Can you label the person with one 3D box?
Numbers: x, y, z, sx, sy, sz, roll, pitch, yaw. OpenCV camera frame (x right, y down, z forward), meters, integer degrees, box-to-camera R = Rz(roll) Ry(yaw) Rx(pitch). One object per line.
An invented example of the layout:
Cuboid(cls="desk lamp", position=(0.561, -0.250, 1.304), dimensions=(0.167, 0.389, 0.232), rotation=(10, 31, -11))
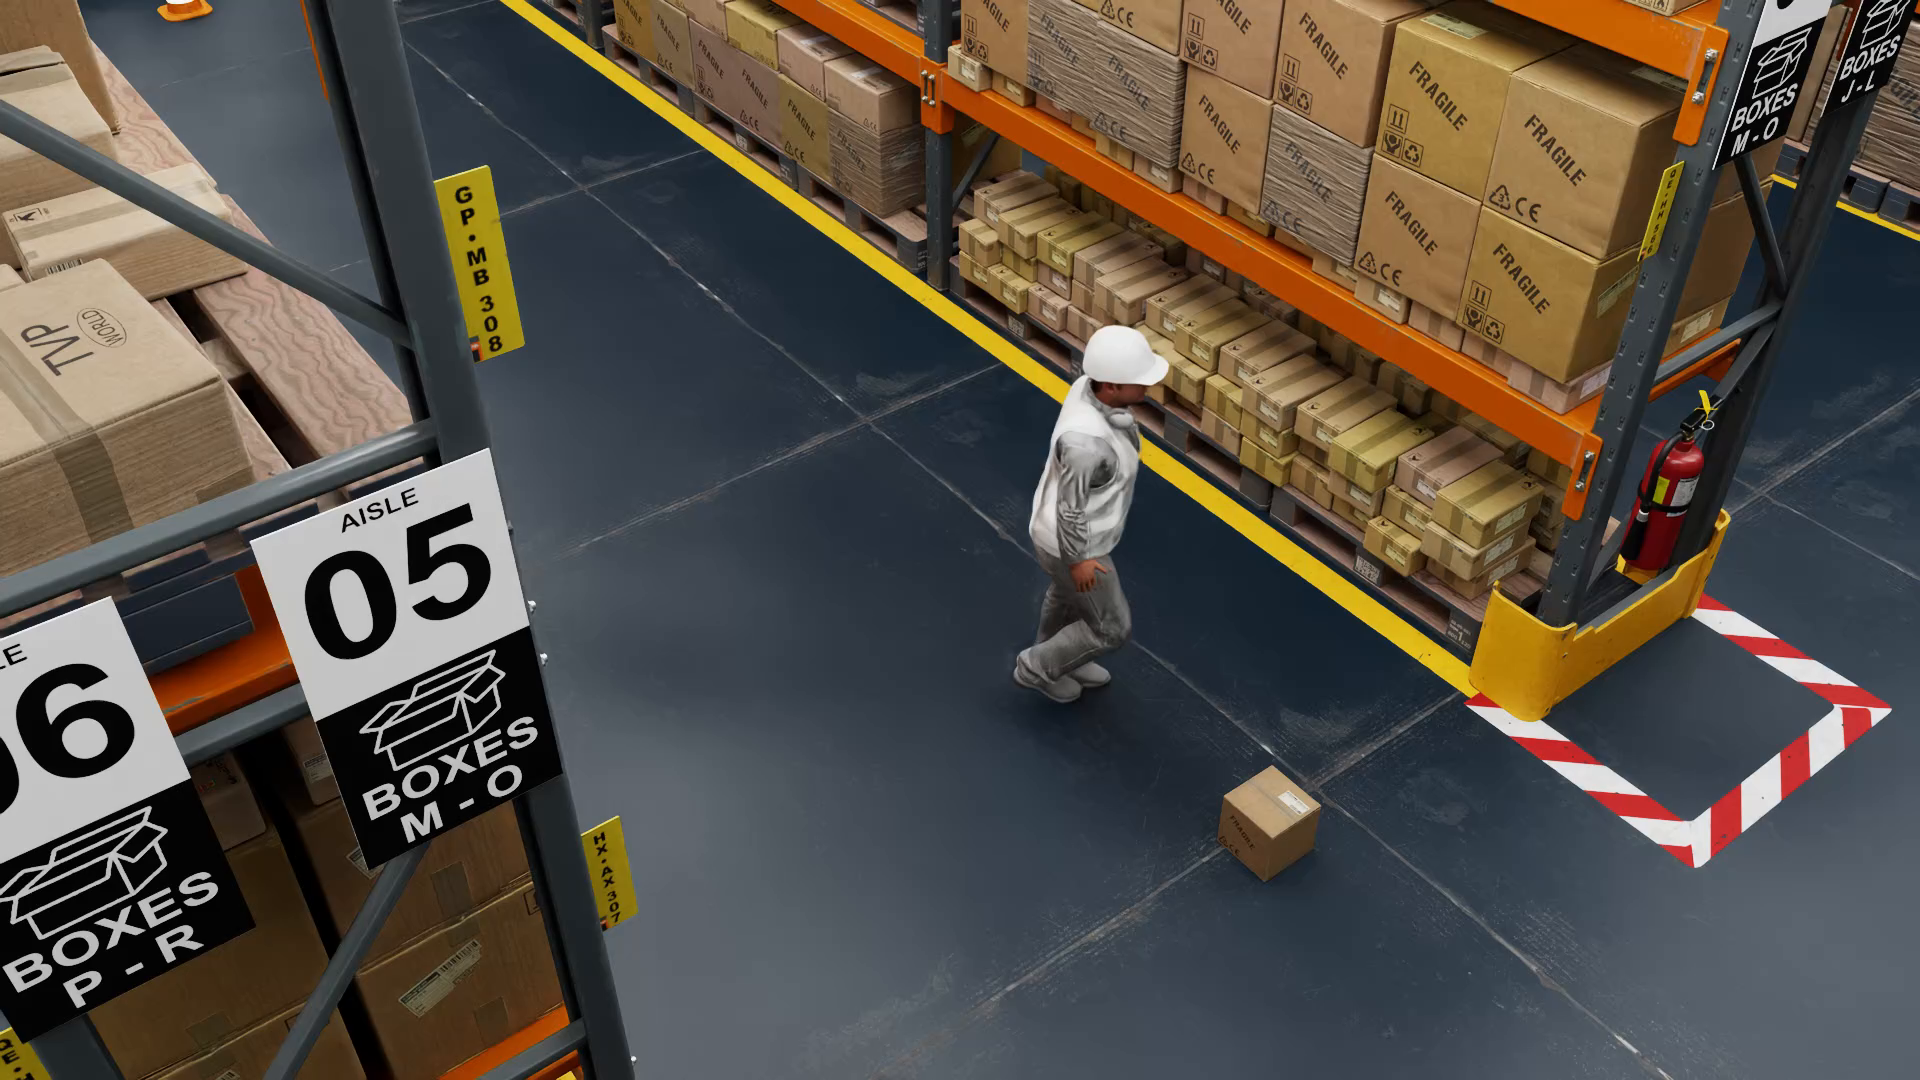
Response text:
Cuboid(cls="person", position=(0.472, -0.049, 6.188), dimensions=(0.490, 1.764, 0.554), rotation=(7, 41, 8))
